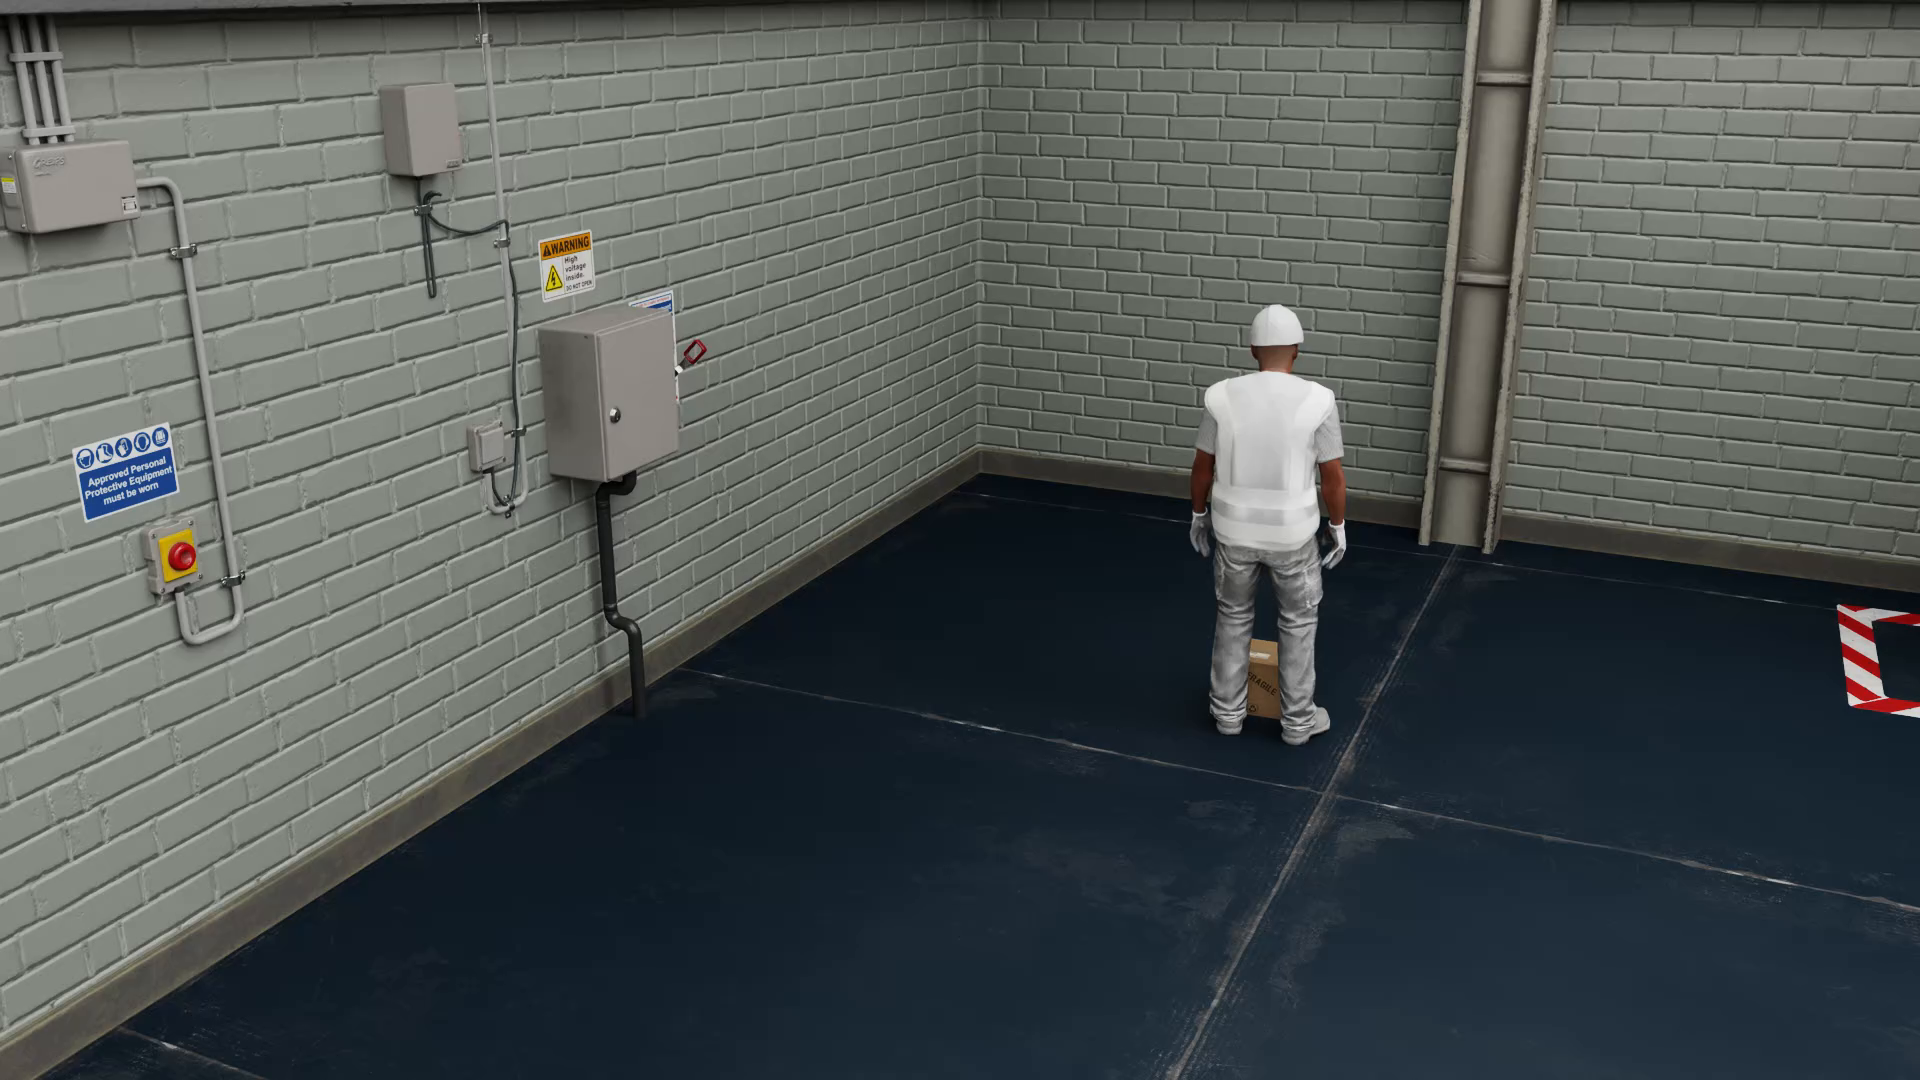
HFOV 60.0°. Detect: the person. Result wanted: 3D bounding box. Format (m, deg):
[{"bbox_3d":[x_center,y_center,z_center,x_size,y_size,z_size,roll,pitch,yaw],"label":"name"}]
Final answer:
[{"bbox_3d":[1.237,-0.054,6.702,0.630,1.776,0.443,7,20,20],"label":"person"}]
